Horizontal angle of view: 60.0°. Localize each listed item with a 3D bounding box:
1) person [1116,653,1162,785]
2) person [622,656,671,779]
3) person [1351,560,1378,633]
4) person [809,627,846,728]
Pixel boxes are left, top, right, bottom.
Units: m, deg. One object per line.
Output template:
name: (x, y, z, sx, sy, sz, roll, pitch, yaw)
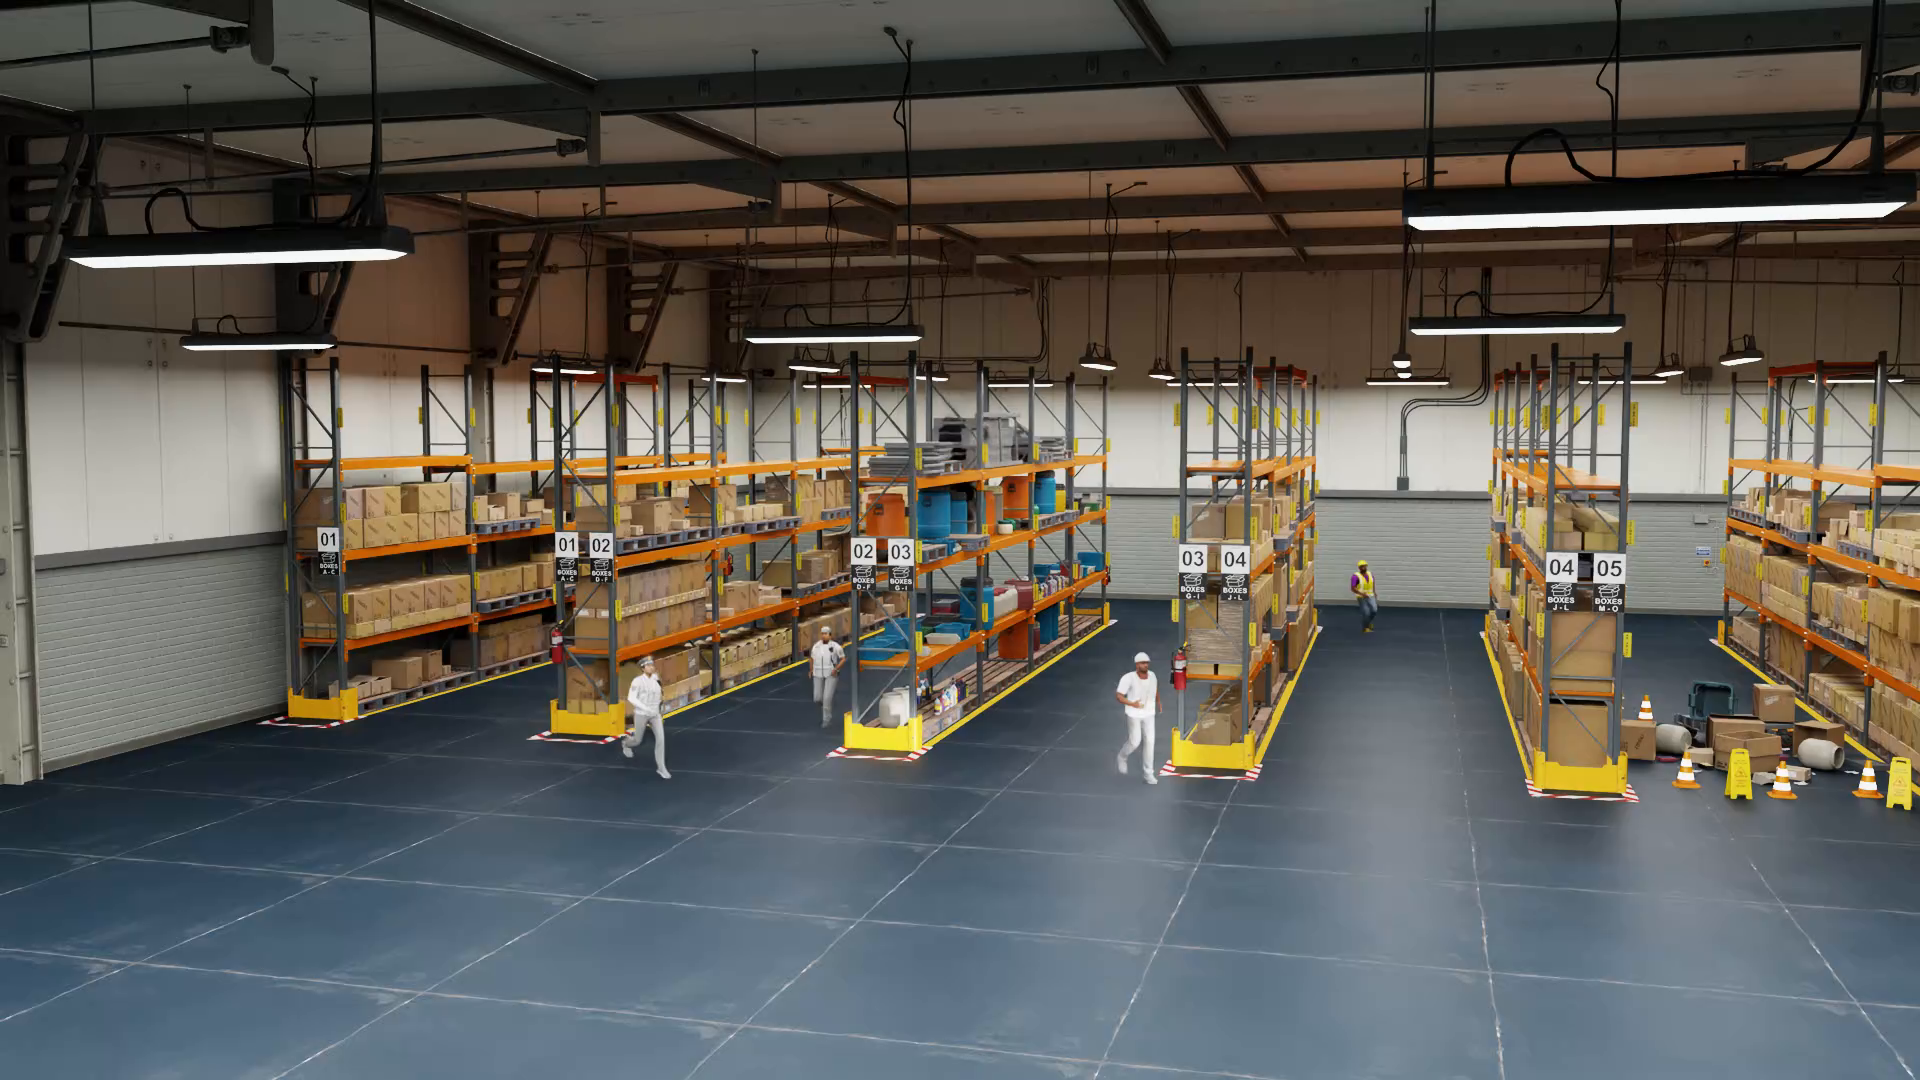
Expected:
person: (2.485, 2.432, 23.006, 0.727, 1.778, 0.861, -2, 5, -22)
person: (-4.425, 2.467, 23.403, 0.587, 1.691, 1.069, -4, 6, -40)
person: (9.393, 1.320, 38.480, 0.696, 1.700, 0.591, -1, 4, -15)
person: (-2.165, 2.217, 27.109, 0.614, 1.631, 0.575, 1, 4, 12)
